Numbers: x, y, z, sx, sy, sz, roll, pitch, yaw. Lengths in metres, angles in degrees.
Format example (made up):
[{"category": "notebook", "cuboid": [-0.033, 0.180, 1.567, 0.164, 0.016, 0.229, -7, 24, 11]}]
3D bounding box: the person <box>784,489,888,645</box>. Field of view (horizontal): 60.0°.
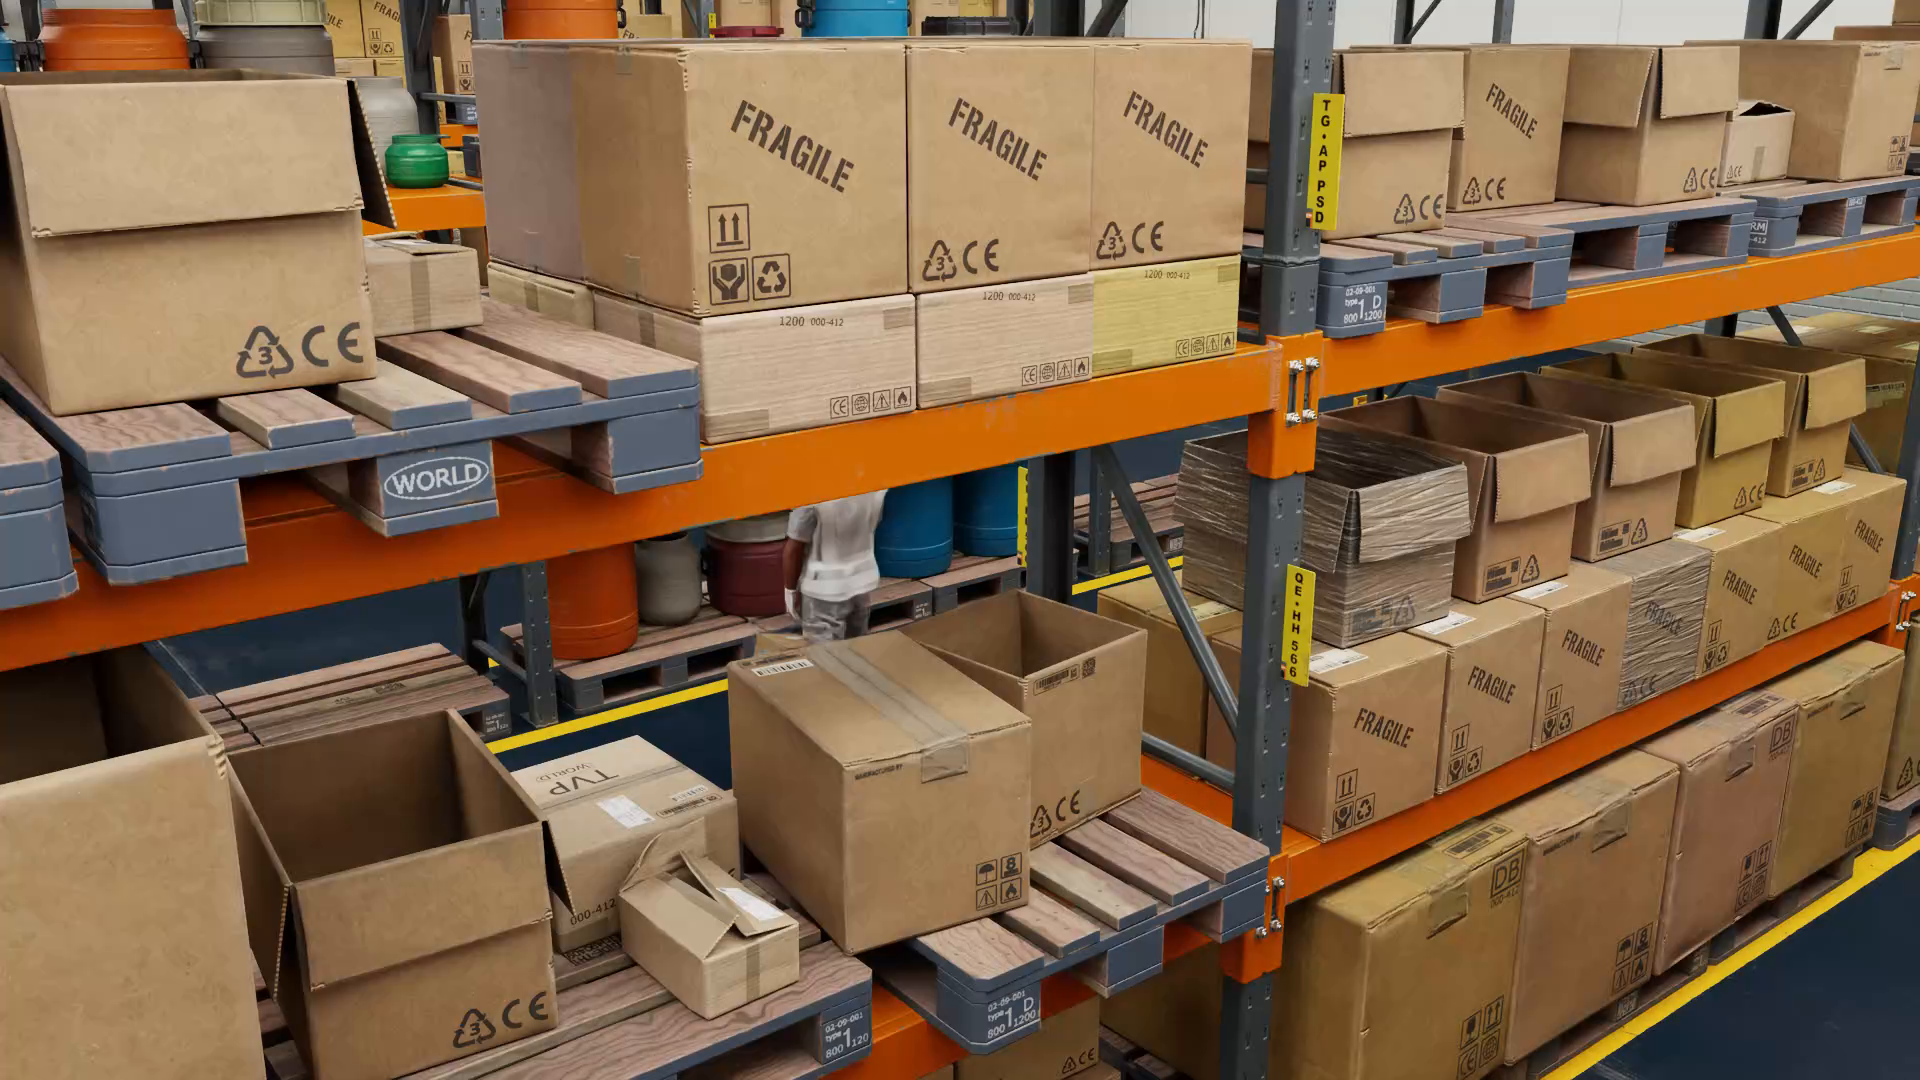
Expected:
[{"category": "person", "cuboid": [-0.642, 0.216, 8.165, 0.437, 1.732, 0.549, 15, 23, 39]}]
